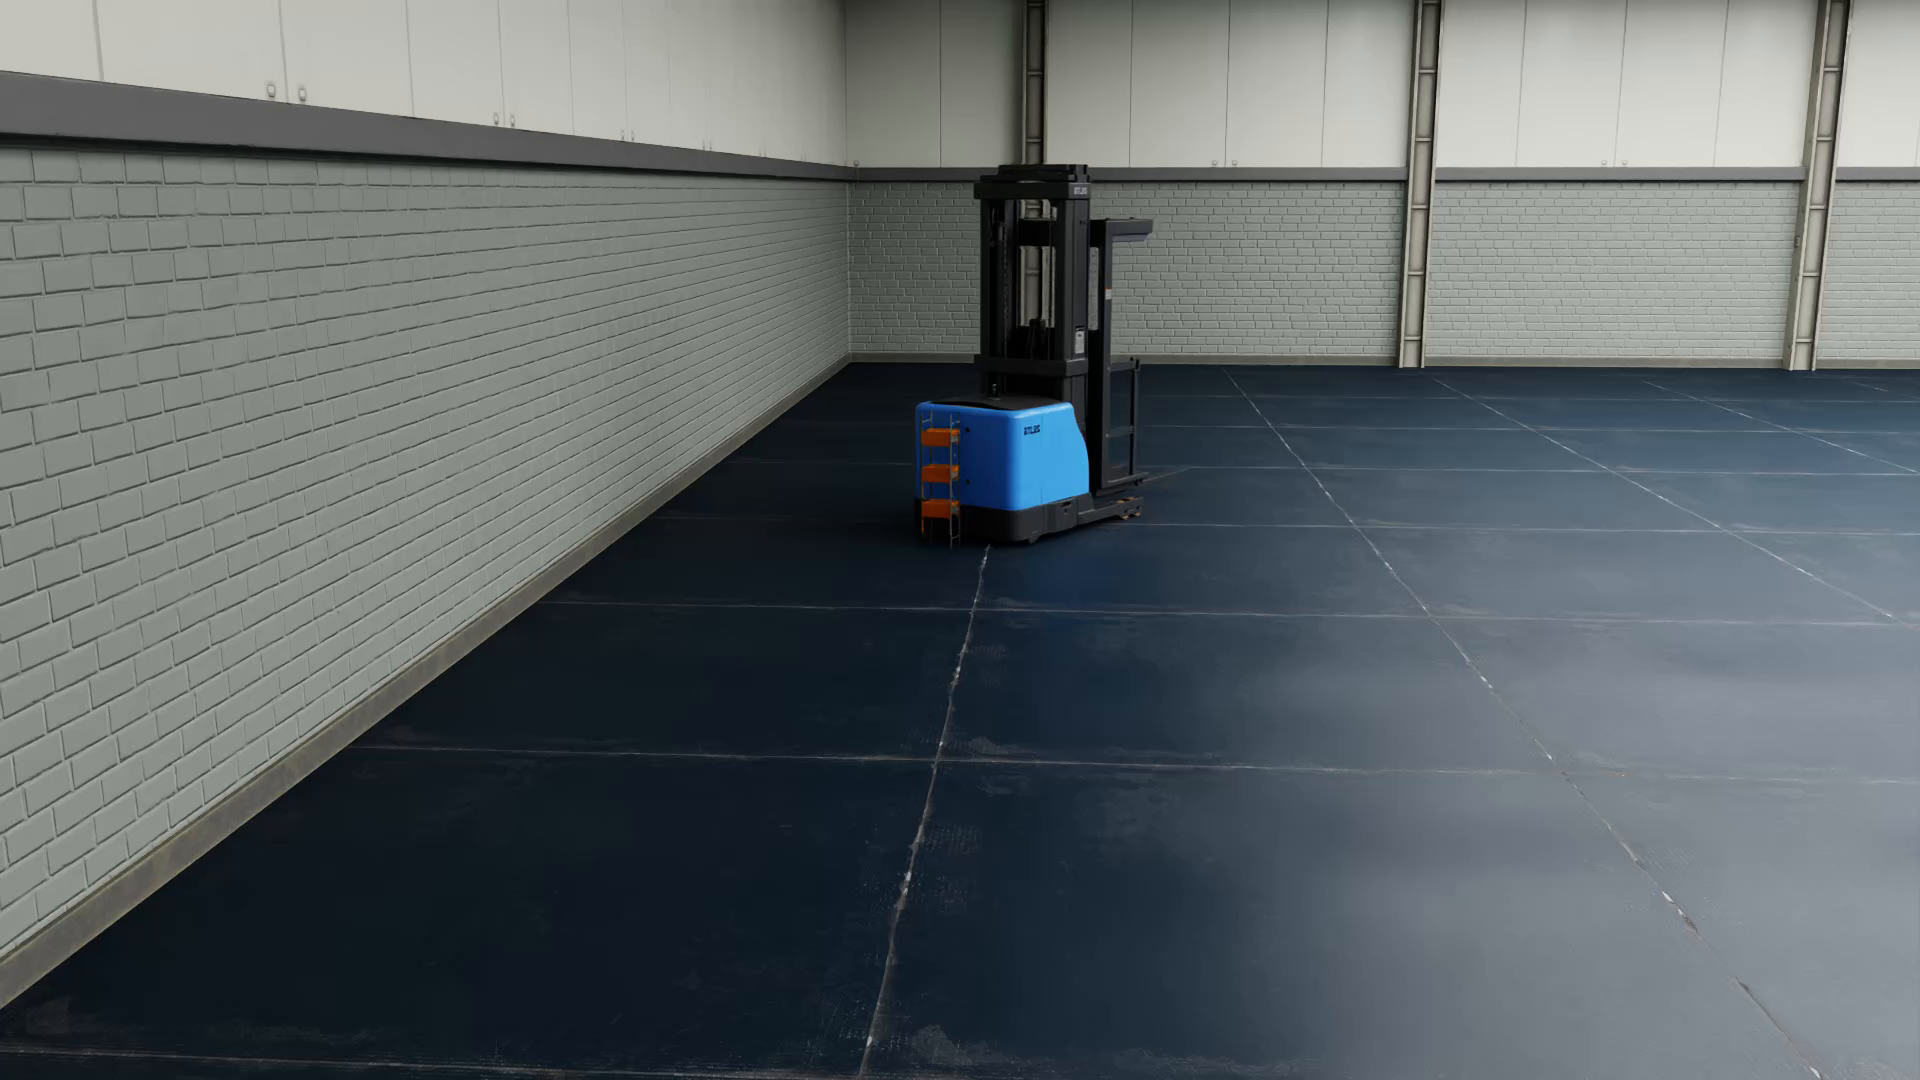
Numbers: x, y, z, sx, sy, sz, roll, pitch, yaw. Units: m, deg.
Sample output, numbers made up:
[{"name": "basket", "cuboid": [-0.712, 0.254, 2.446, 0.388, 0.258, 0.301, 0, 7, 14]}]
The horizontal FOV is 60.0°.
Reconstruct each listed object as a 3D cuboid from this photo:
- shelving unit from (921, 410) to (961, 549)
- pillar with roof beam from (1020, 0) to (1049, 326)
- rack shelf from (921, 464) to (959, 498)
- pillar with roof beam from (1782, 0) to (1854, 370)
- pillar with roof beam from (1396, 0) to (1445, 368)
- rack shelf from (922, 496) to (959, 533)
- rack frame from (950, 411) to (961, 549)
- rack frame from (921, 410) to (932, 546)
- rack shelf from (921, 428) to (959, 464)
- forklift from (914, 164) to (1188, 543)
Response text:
[{"name": "shelving unit", "cuboid": [-0.149, -0.475, 12.975, 0.252, 1.050, 0.215, 5, 13, 22]}, {"name": "pillar with roof beam", "cuboid": [0.883, -6.368, 21.734, 0.400, 9.000, 9.100, 1, 12, 4]}, {"name": "rack shelf", "cuboid": [-0.149, -0.465, 12.977, 0.240, 0.259, 0.215, 5, 13, 22]}, {"name": "pillar with roof beam", "cuboid": [12.857, -6.204, 20.949, 0.400, 9.000, 9.100, 1, 12, 4]}, {"name": "pillar with roof beam", "cuboid": [6.870, -6.286, 21.341, 0.400, 9.000, 9.100, 1, 12, 4]}, {"name": "rack shelf", "cuboid": [-0.149, -0.193, 13.034, 0.240, 0.259, 0.215, 5, 13, 22]}, {"name": "rack frame", "cuboid": [-0.036, -0.466, 12.930, 0.008, 1.050, 0.200, 5, 13, 22]}, {"name": "rack frame", "cuboid": [-0.262, -0.485, 13.020, 0.008, 1.050, 0.200, 5, 13, 22]}, {"name": "rack shelf", "cuboid": [-0.149, -0.742, 12.919, 0.240, 0.259, 0.215, 5, 13, 22]}, {"name": "forklift", "cuboid": [0.919, -1.657, 14.032, 1.130, 2.935, 3.031, 9, 15, 36]}]
